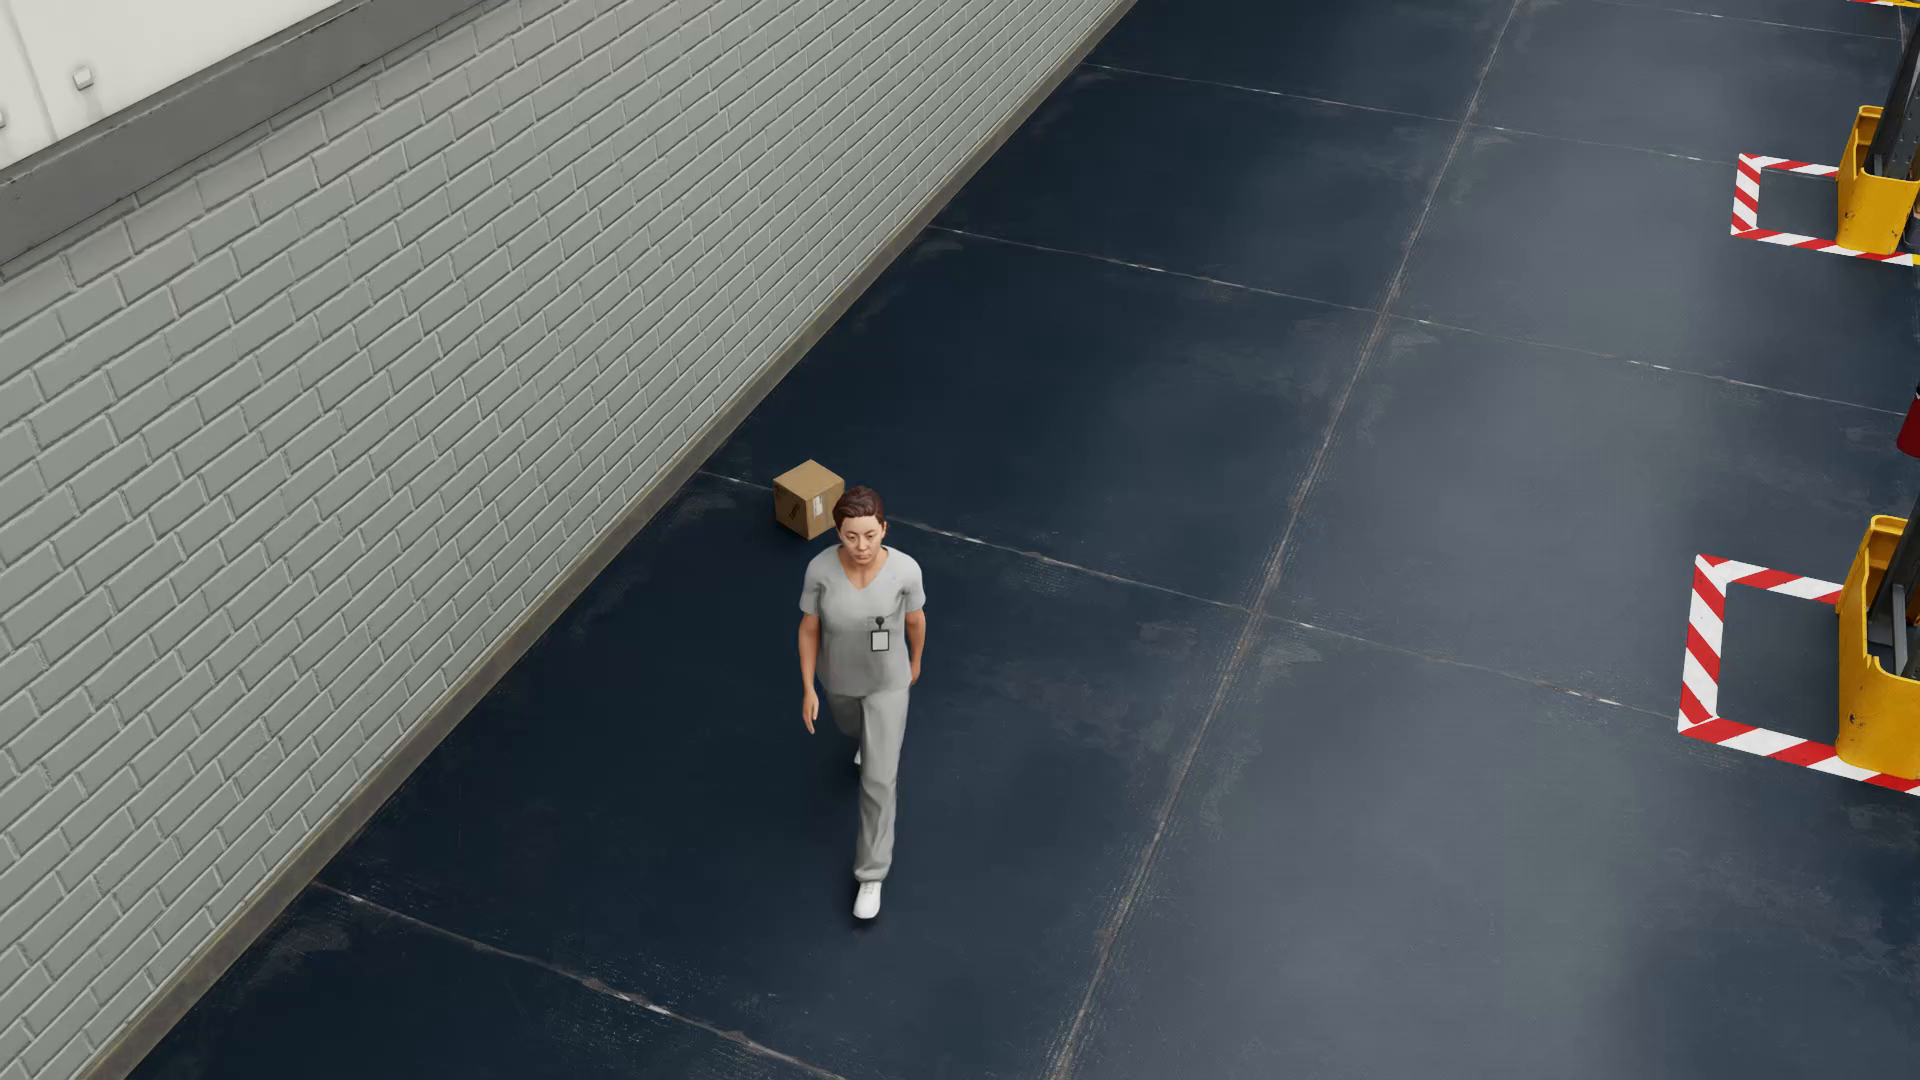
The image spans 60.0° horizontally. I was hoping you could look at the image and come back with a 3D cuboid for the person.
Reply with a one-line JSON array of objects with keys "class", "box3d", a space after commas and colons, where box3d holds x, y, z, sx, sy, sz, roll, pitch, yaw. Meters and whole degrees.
[{"class": "person", "box3d": [-0.359, 0.502, 6.173, 0.444, 1.615, 1.046, 6, 38, 8]}]
